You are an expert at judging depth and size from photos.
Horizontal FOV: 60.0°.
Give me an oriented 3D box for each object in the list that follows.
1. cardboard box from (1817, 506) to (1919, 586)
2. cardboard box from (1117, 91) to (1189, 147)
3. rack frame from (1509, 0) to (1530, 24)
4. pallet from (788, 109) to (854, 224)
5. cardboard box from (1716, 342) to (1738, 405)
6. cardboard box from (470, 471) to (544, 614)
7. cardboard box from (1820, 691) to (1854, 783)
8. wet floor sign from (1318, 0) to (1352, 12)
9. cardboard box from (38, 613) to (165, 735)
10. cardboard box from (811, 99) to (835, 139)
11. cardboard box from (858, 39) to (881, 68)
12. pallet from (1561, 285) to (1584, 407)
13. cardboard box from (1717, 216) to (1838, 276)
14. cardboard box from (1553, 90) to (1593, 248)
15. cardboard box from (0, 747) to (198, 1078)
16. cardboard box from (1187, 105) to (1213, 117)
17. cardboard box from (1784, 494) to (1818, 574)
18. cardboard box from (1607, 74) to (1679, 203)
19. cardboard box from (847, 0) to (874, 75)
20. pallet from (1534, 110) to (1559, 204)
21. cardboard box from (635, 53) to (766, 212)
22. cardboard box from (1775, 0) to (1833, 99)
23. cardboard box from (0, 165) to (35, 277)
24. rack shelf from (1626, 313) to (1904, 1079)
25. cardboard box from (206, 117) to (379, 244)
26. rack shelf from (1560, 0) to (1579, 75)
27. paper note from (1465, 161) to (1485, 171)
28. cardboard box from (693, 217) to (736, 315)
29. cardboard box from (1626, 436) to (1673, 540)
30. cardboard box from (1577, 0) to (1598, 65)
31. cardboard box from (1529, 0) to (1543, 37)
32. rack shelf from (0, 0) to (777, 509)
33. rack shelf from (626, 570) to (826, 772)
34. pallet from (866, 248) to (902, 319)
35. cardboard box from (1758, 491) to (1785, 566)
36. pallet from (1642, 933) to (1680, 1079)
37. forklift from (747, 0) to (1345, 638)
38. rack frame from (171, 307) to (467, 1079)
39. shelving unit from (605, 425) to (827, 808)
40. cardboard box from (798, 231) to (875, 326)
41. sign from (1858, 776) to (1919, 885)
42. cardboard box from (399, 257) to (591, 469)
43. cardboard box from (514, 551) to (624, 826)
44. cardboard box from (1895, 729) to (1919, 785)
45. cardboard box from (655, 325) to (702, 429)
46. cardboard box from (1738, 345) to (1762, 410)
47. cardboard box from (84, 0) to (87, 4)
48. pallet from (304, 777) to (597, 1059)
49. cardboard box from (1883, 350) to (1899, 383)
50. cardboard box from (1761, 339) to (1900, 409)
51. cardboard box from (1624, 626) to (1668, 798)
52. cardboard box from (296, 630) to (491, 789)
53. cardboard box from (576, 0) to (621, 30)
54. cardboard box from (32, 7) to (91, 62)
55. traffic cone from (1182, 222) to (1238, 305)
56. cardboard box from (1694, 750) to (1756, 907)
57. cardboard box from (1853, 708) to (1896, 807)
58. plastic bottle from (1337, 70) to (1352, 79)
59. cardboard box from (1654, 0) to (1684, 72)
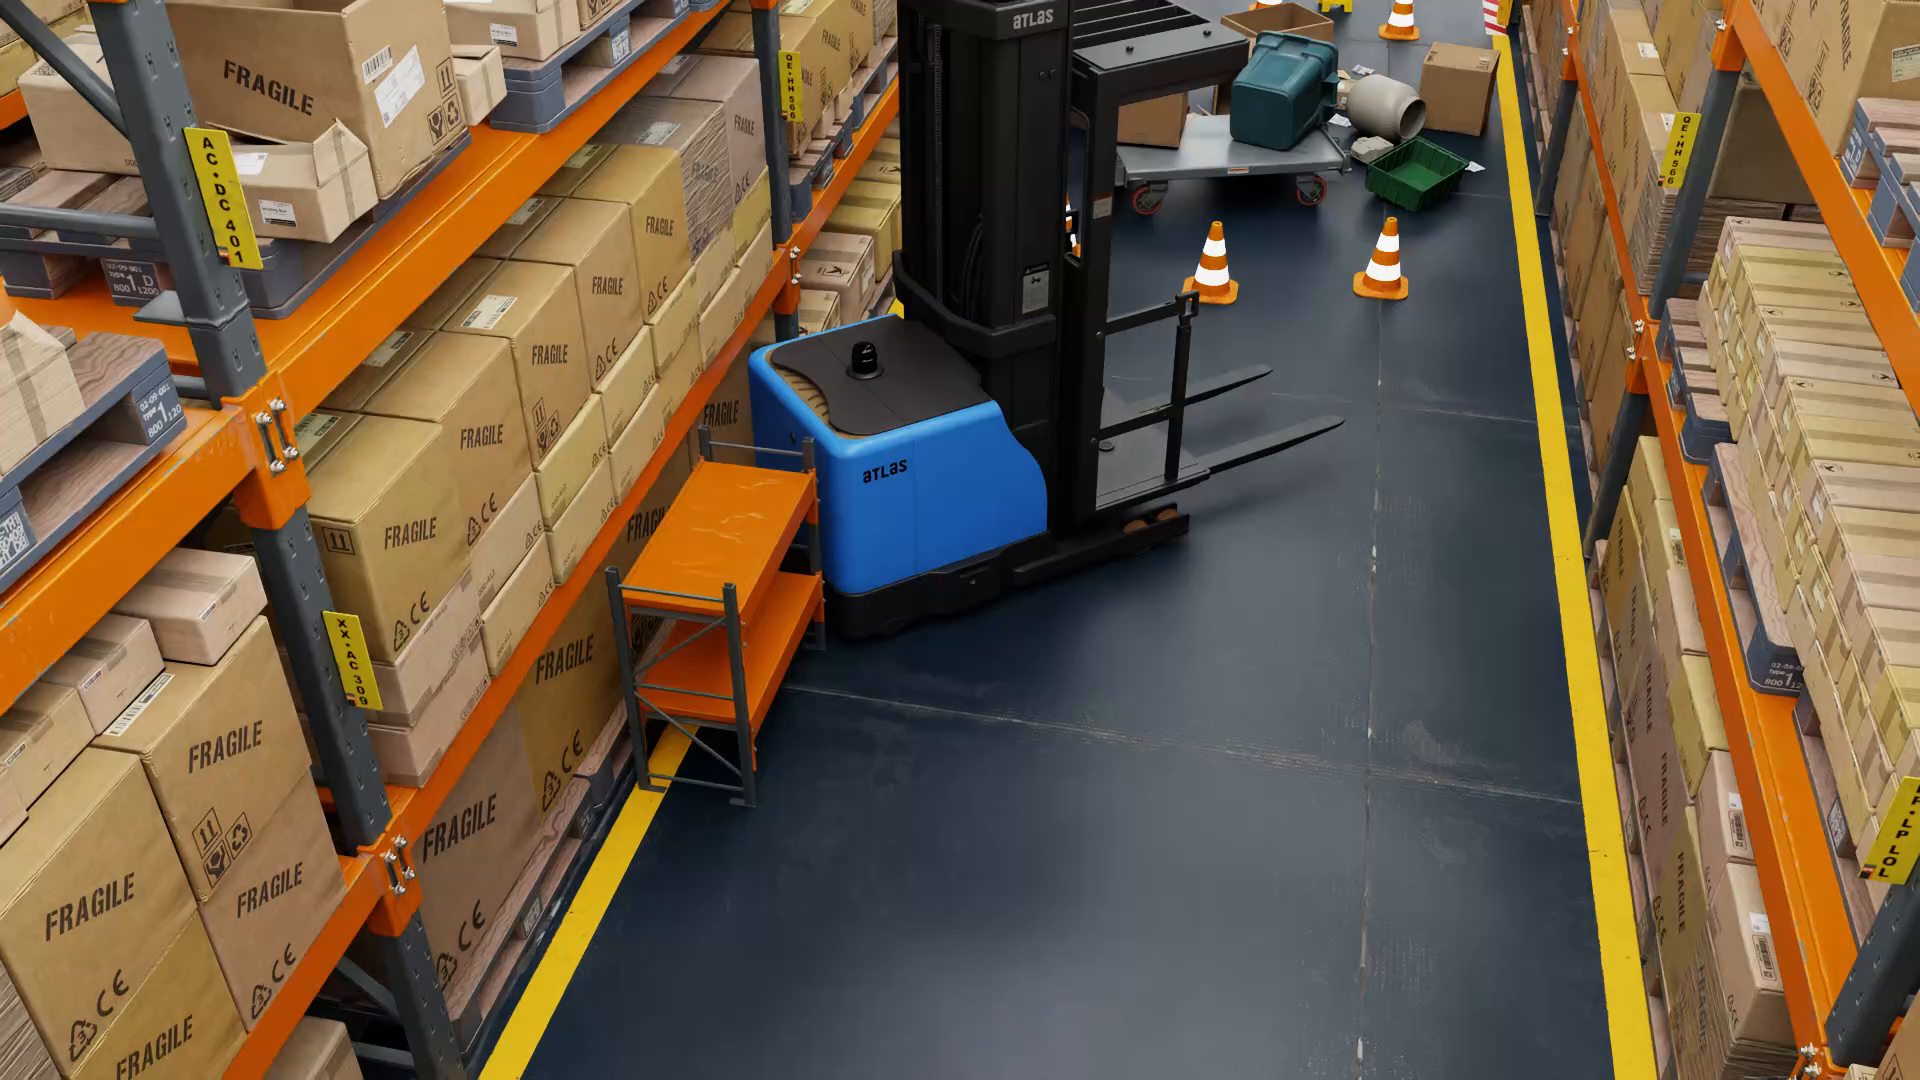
[{"bbox_3d":[2.815,0.044,4.982,0.380,0.149,0.250,6,36,8],"label":"cardboard box"},{"bbox_3d":[1.291,-3.036,11.368,0.500,0.500,0.500,7,37,10],"label":"cardboard box"},{"bbox_3d":[5.258,-5.678,13.529,1.000,3.000,0.127,7,37,10],"label":"rack frame"},{"bbox_3d":[-1.260,-1.999,8.615,1.213,0.211,1.003,7,37,10],"label":"pallet"},{"bbox_3d":[3.142,-0.621,6.407,0.380,0.149,0.250,9,37,12],"label":"cardboard box"},{"bbox_3d":[-1.709,-0.022,5.427,0.500,0.250,0.500,8,37,11],"label":"cardboard box"},{"bbox_3d":[2.696,0.589,4.738,0.380,0.149,0.250,7,37,10],"label":"cardboard box"},{"bbox_3d":[3.329,-4.990,14.585,0.267,0.644,0.232,1,36,2],"label":"wet floor sign"},{"bbox_3d":[-2.080,0.285,3.811,0.380,0.149,0.250,8,37,11],"label":"cardboard box"},{"bbox_3d":[-0.861,-2.195,8.579,0.380,0.149,0.250,5,36,7],"label":"cardboard box"},{"bbox_3d":[-0.665,-2.806,9.422,0.380,0.149,0.250,8,37,11],"label":"cardboard box"},{"bbox_3d":[4.054,-1.103,9.592,1.003,0.211,1.213,7,37,10],"label":"pallet"},{"bbox_3d":[3.260,-1.158,6.641,0.380,0.149,0.250,7,37,10],"label":"cardboard box"},{"bbox_3d":[4.359,-2.277,10.395,1.050,0.750,0.750,7,37,10],"label":"cardboard box"},{"bbox_3d":[-2.110,0.788,3.669,0.500,0.500,0.500,7,36,9],"label":"cardboard box"},{"bbox_3d":[1.817,-3.039,12.217,0.258,0.266,0.396,-17,39,-22],"label":"cardboard box"},{"bbox_3d":[2.865,0.003,5.292,0.380,0.149,0.250,7,37,10],"label":"cardboard box"},{"bbox_3d":[3.597,-1.997,8.364,0.500,0.500,0.500,7,36,9],"label":"cardboard box"},{"bbox_3d":[-0.775,-2.819,8.888,0.500,0.500,0.500,8,37,11],"label":"cardboard box"},{"bbox_3d":[4.642,-2.682,11.771,1.003,0.211,1.213,7,37,10],"label":"pallet"},{"bbox_3d":[-1.163,-1.771,7.200,0.500,0.500,0.500,6,36,9],"label":"cardboard box"},{"bbox_3d":[3.067,-1.766,5.489,0.500,0.500,0.500,7,37,10],"label":"cardboard box"},{"bbox_3d":[-6.012,-1.839,9.897,0.875,0.625,0.625,8,37,11],"label":"cardboard box"},{"bbox_3d":[3.122,0.346,5.830,1.077,0.370,4.000,7,37,10],"label":"rack shelf"},{"bbox_3d":[-1.714,-0.935,4.184,0.396,0.266,0.258,7,37,10],"label":"cardboard box"},{"bbox_3d":[4.830,-4.241,12.158,1.077,0.370,4.000,7,37,10],"label":"rack shelf"},{"bbox_3d":[3.662,-2.682,11.924,0.147,0.020,0.142,-17,39,-22],"label":"paper note"},{"bbox_3d":[-1.270,-1.192,7.041,0.500,0.250,0.500,6,36,9],"label":"cardboard box"},{"bbox_3d":[3.165,-0.189,7.087,0.500,0.250,0.500,6,36,8],"label":"cardboard box"},{"bbox_3d":[4.028,-3.158,9.966,0.500,0.500,0.500,8,37,10],"label":"cardboard box"},{"bbox_3d":[5.177,-4.591,13.481,0.875,0.875,0.875,8,37,10],"label":"cardboard box"},{"bbox_3d":[-1.736,-1.431,5.726,1.077,0.370,4.000,7,37,10],"label":"rack shelf"},{"bbox_3d":[-0.963,0.499,7.019,0.538,0.278,1.000,7,37,10],"label":"rack shelf"},{"bbox_3d":[-0.877,-1.671,10.375,1.003,0.211,1.213,7,37,10],"label":"pallet"},{"bbox_3d":[2.918,-0.020,5.578,0.380,0.149,0.250,6,36,8],"label":"cardboard box"},{"bbox_3d":[2.859,1.884,5.471,1.003,0.211,1.213,7,37,10],"label":"pallet"},{"bbox_3d":[0.547,-1.369,7.641,3.031,2.935,1.130,-18,40,-24],"label":"forklift"},{"bbox_3d":[-2.163,0.639,4.813,1.000,3.000,0.127,7,37,10],"label":"rack frame"},{"bbox_3d":[-0.963,0.301,6.876,0.538,1.125,1.048,7,37,10],"label":"shelving unit"},{"bbox_3d":[-1.028,-1.507,9.655,0.950,0.372,0.625,7,36,9],"label":"cardboard box"},{"bbox_3d":[2.152,0.665,3.790,0.100,0.325,0.005,7,37,10],"label":"sign"},{"bbox_3d":[-1.597,-0.605,5.592,0.500,0.500,0.500,6,36,9],"label":"cardboard box"},{"bbox_3d":[-1.923,0.445,6.533,0.875,0.875,0.875,8,37,11],"label":"cardboard box"},{"bbox_3d":[2.590,0.637,4.164,0.380,0.149,0.250,9,37,12],"label":"cardboard box"},{"bbox_3d":[-1.380,-0.690,6.774,0.500,0.250,0.500,7,37,9],"label":"cardboard box"},{"bbox_3d":[3.086,-0.575,6.090,0.380,0.149,0.250,7,37,10],"label":"cardboard box"},{"bbox_3d":[-5.503,-3.521,10.254,0.500,0.250,0.500,8,37,11],"label":"cardboard box"},{"bbox_3d":[-2.072,1.316,6.255,1.003,0.211,1.213,7,37,10],"label":"pallet"},{"bbox_3d":[3.838,-0.678,6.485,0.380,0.149,0.250,7,37,10],"label":"cardboard box"},{"bbox_3d":[3.036,-0.559,5.815,0.380,0.149,0.250,9,37,12],"label":"cardboard box"},{"bbox_3d":[2.940,0.707,6.491,0.500,0.500,0.500,6,36,9],"label":"cardboard box"},{"bbox_3d":[-1.811,0.480,5.159,0.500,0.250,0.500,6,36,9],"label":"cardboard box"},{"bbox_3d":[-1.402,-2.033,5.500,0.500,0.500,0.500,8,37,10],"label":"cardboard box"},{"bbox_3d":[-5.609,-3.022,9.991,0.500,0.250,0.500,6,36,8],"label":"cardboard box"},{"bbox_3d":[1.564,-1.743,10.260,0.336,0.463,0.334,7,37,10],"label":"traffic cone"},{"bbox_3d":[2.729,0.988,5.464,0.500,0.250,0.500,9,37,12],"label":"cardboard box"},{"bbox_3d":[2.642,0.608,4.457,0.380,0.149,0.250,8,37,10],"label":"cardboard box"},{"bbox_3d":[3.047,-3.671,13.262,0.133,0.061,0.283,-5,36,-6],"label":"plastic bottle"},{"bbox_3d":[3.978,-2.671,8.442,0.700,0.500,0.500,7,37,10],"label":"cardboard box"}]
